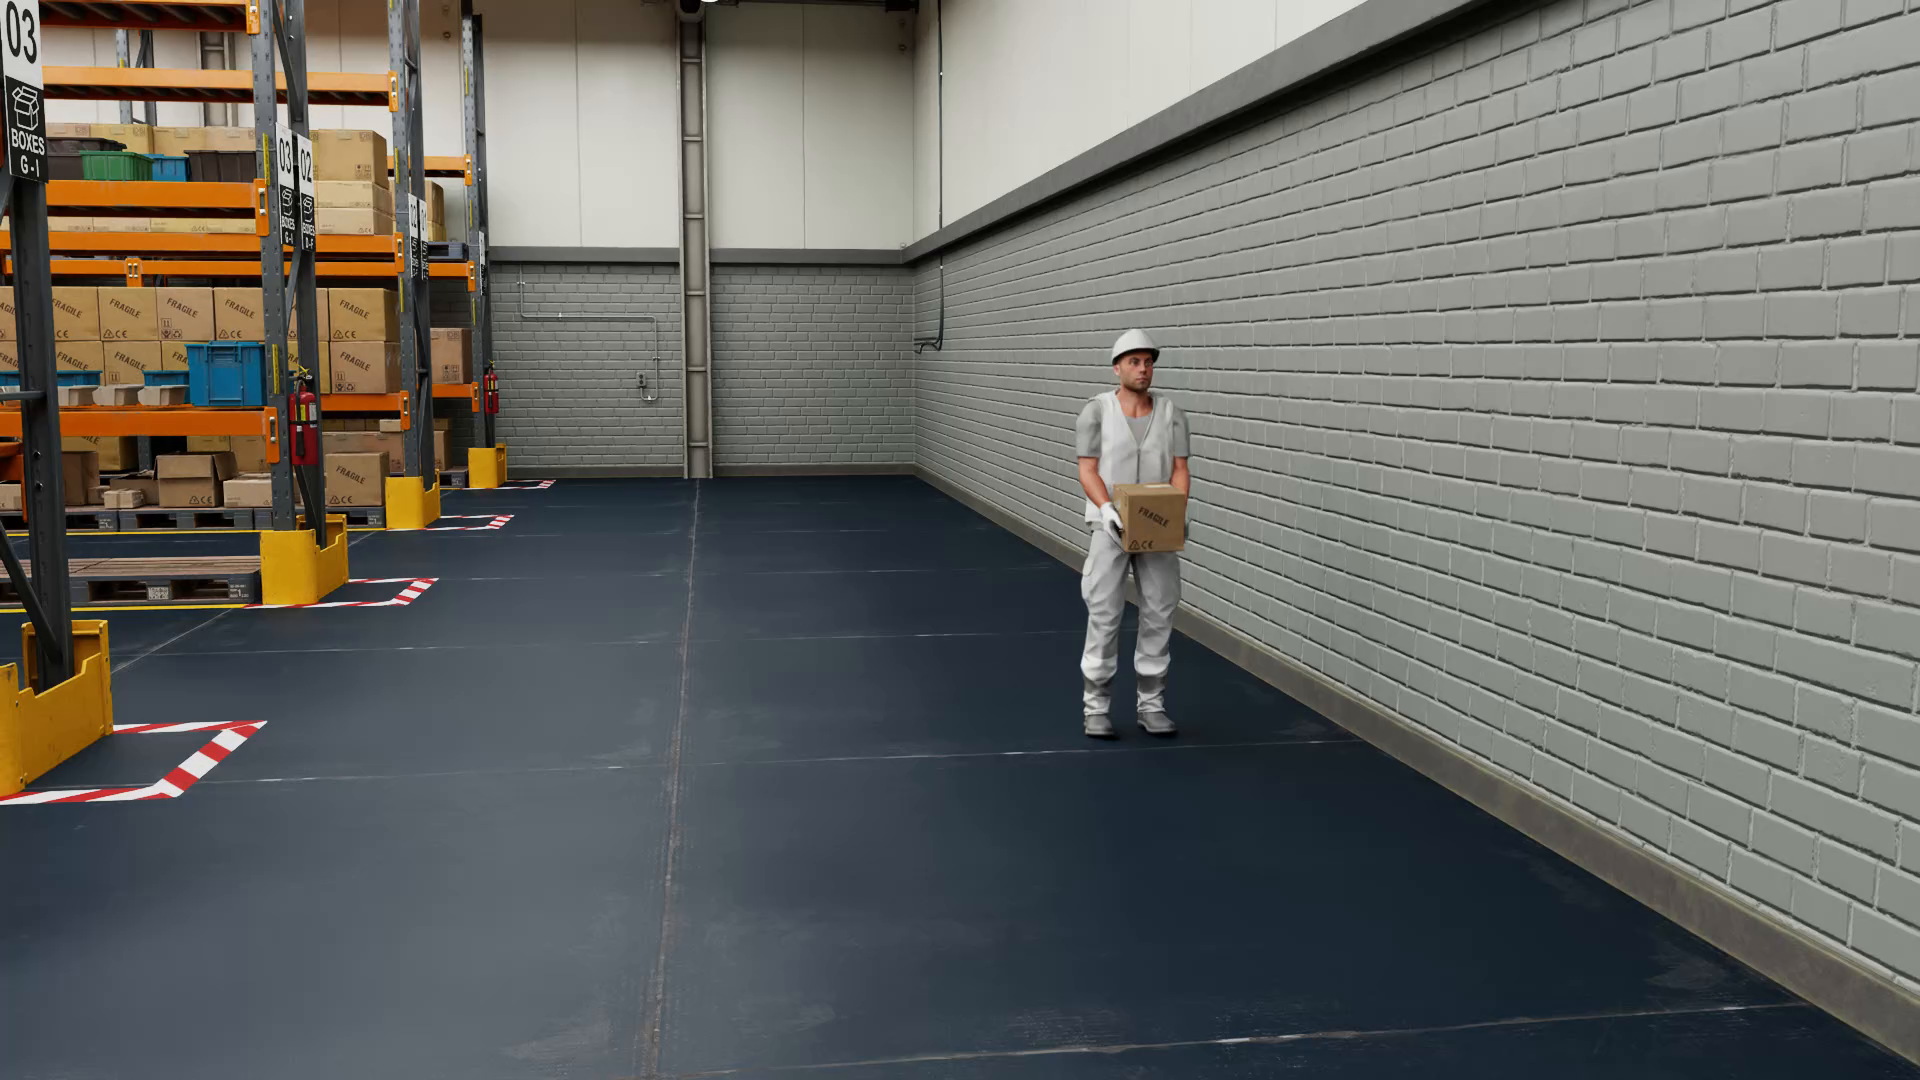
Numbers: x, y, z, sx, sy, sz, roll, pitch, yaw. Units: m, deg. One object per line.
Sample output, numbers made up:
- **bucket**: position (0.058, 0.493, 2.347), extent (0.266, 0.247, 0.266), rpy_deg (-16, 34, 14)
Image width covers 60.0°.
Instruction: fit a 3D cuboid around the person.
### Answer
- **person**: position (0.781, -0.025, 7.305), extent (0.524, 1.794, 0.529), rpy_deg (-1, 6, -9)
